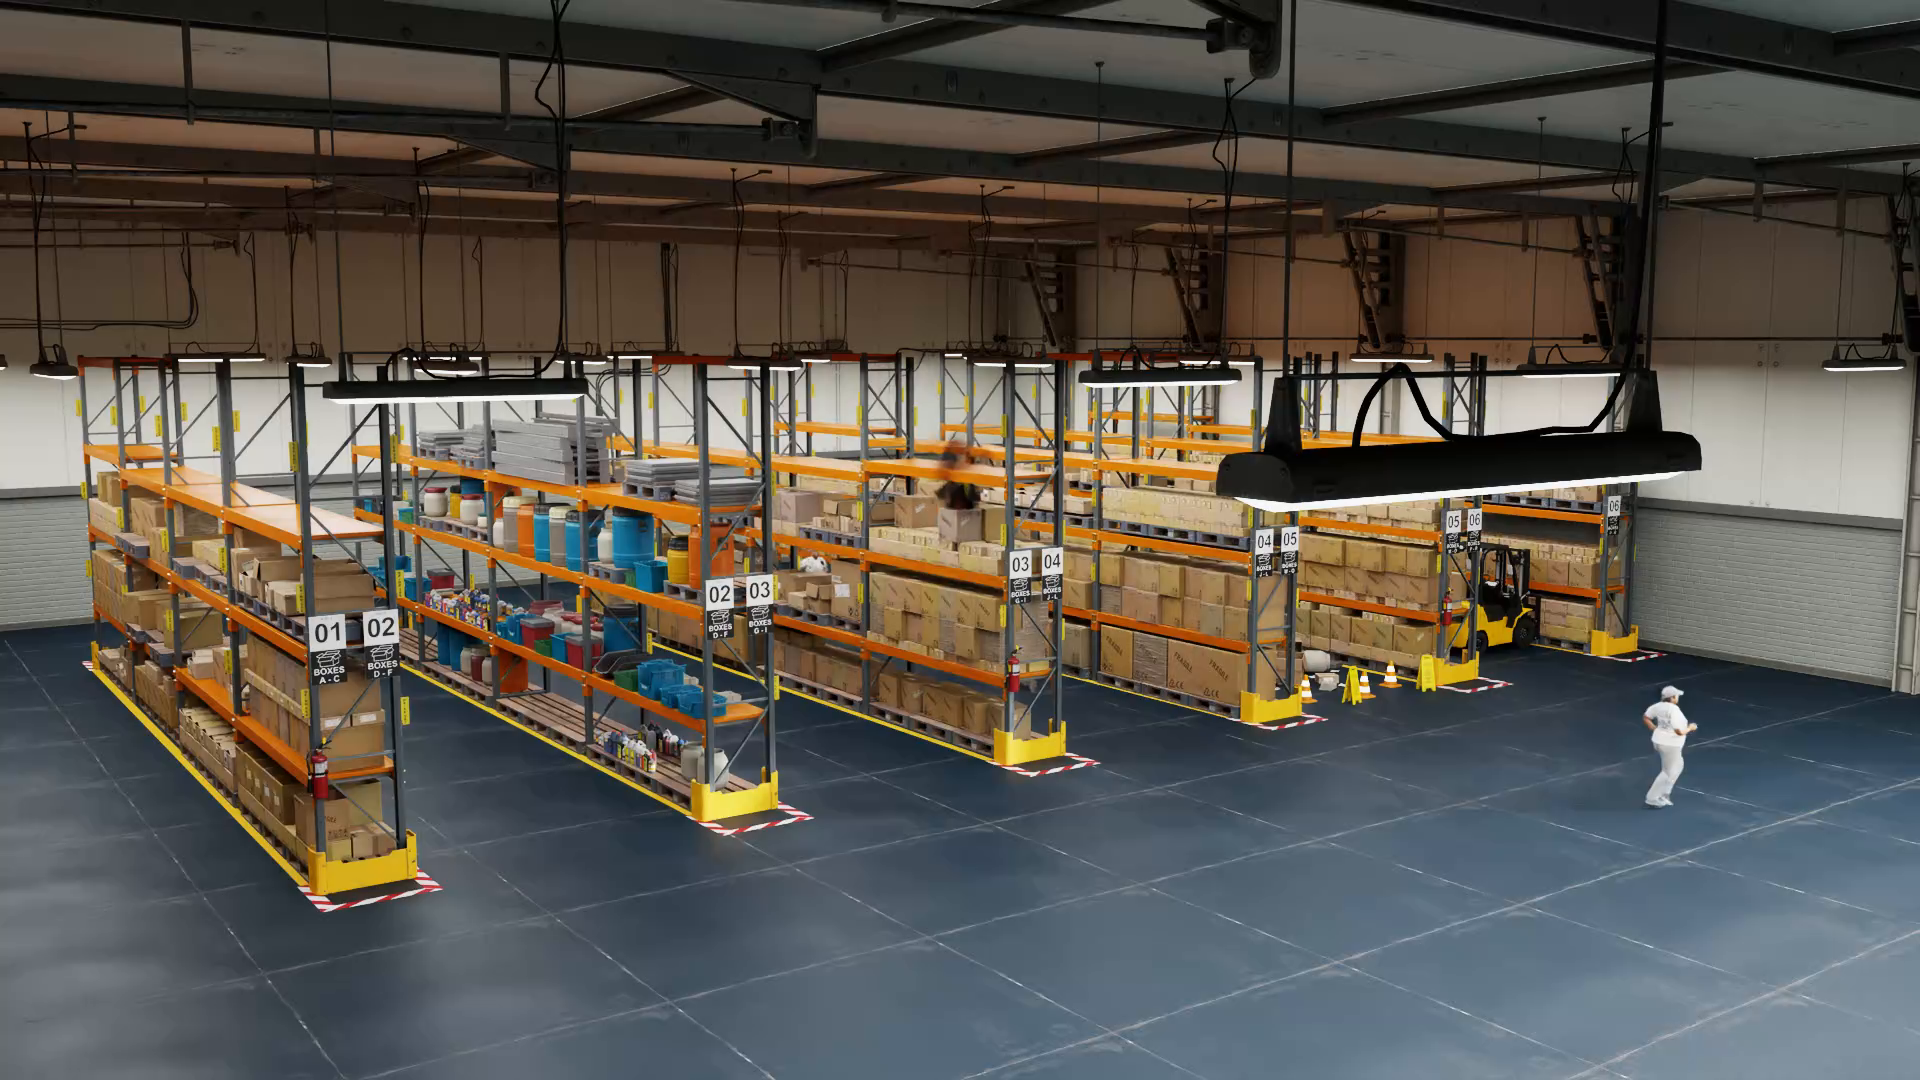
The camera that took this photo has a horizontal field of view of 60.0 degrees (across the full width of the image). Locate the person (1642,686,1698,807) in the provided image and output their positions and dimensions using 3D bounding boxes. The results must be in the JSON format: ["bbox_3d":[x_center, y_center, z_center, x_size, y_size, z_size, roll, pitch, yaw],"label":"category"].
[{"bbox_3d":[9.588,2.804,22.455,0.661,1.695,0.586,0,7,-4],"label":"person"}]

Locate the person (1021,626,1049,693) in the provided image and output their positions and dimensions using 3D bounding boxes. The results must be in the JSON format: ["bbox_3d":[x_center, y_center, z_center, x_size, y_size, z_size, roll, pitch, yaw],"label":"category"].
[{"bbox_3d":[1.292,1.853,30.030,0.645,1.789,0.788,-6,9,-40],"label":"person"}]

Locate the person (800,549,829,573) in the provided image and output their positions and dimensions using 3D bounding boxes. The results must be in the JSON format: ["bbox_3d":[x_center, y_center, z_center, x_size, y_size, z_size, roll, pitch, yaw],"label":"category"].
[{"bbox_3d":[-3.198,1.013,36.678,0.637,1.851,0.800,-6,9,-39],"label":"person"}]
